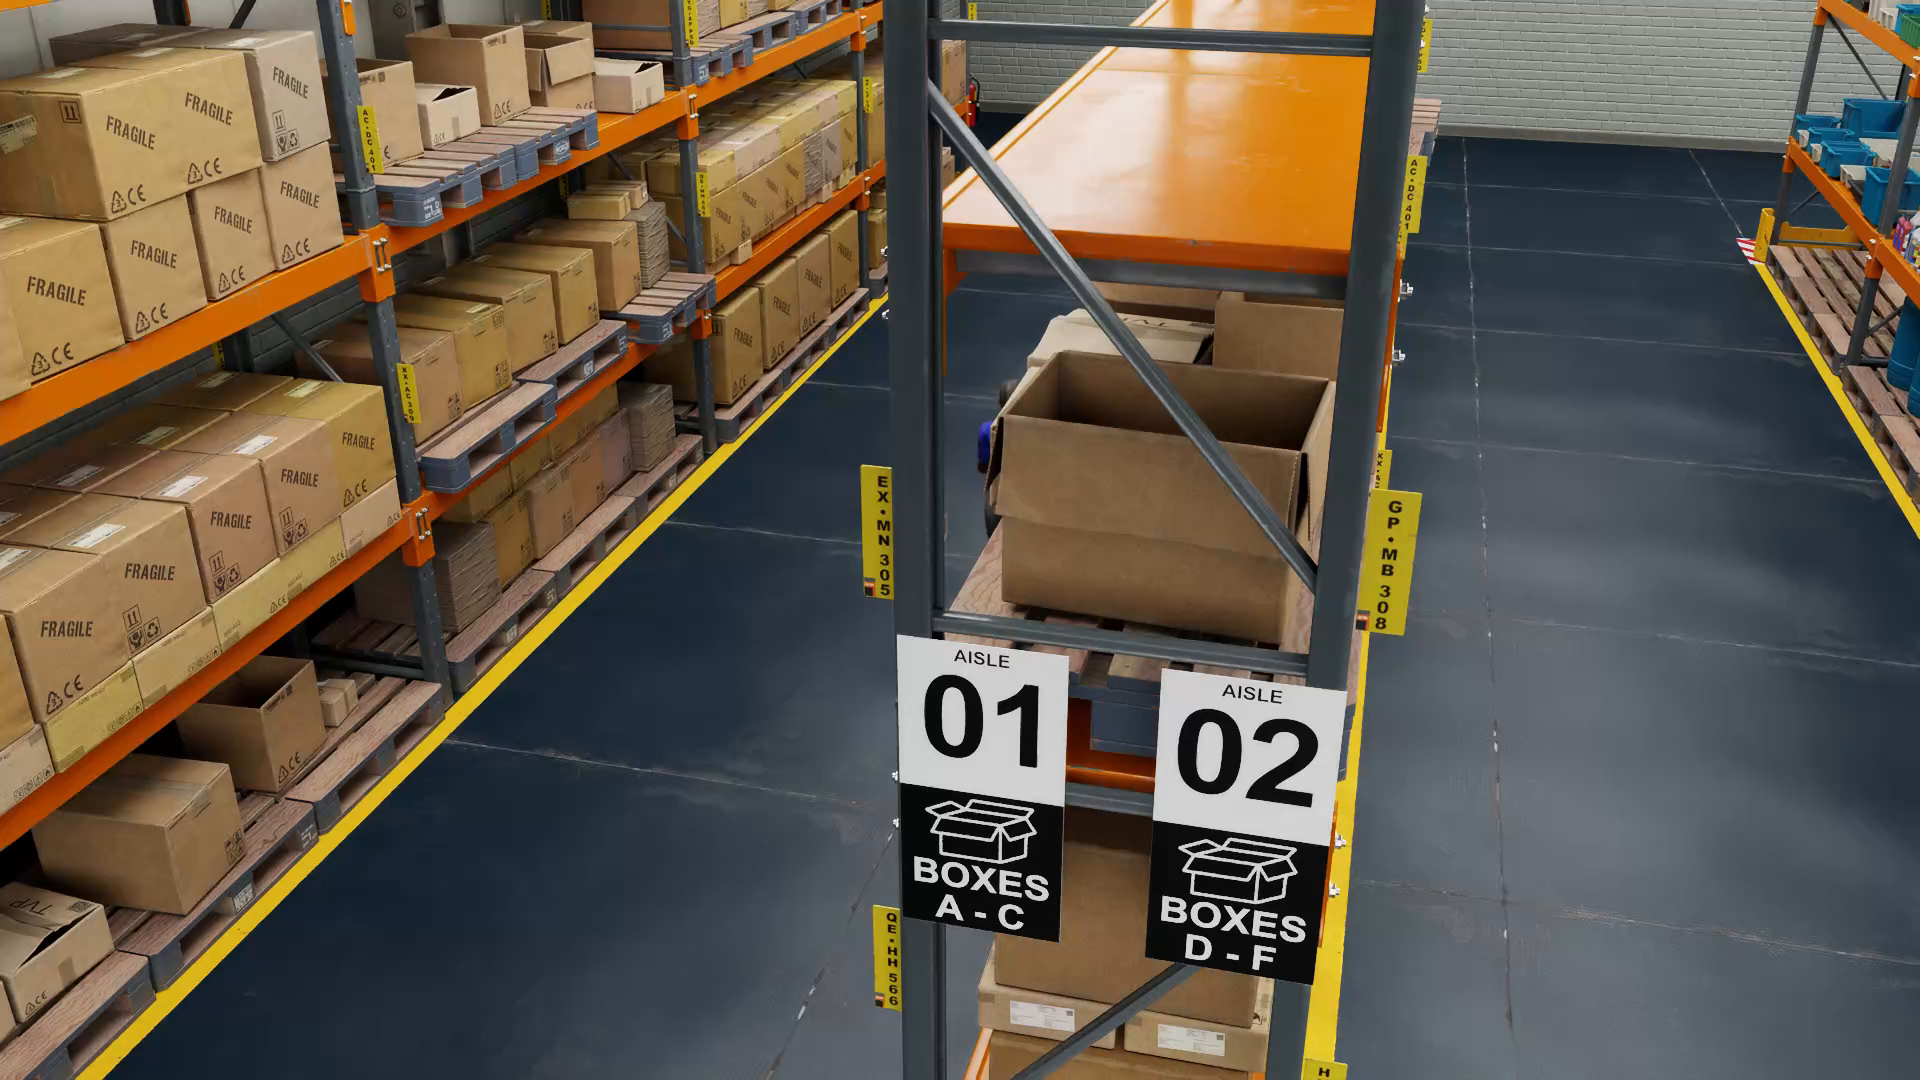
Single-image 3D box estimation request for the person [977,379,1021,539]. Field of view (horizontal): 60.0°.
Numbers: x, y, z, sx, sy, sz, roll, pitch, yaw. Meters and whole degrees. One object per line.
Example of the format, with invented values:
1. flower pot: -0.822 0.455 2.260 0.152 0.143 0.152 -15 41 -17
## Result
1. person: 0.350 -0.233 10.185 0.470 1.659 0.475 7 26 13
